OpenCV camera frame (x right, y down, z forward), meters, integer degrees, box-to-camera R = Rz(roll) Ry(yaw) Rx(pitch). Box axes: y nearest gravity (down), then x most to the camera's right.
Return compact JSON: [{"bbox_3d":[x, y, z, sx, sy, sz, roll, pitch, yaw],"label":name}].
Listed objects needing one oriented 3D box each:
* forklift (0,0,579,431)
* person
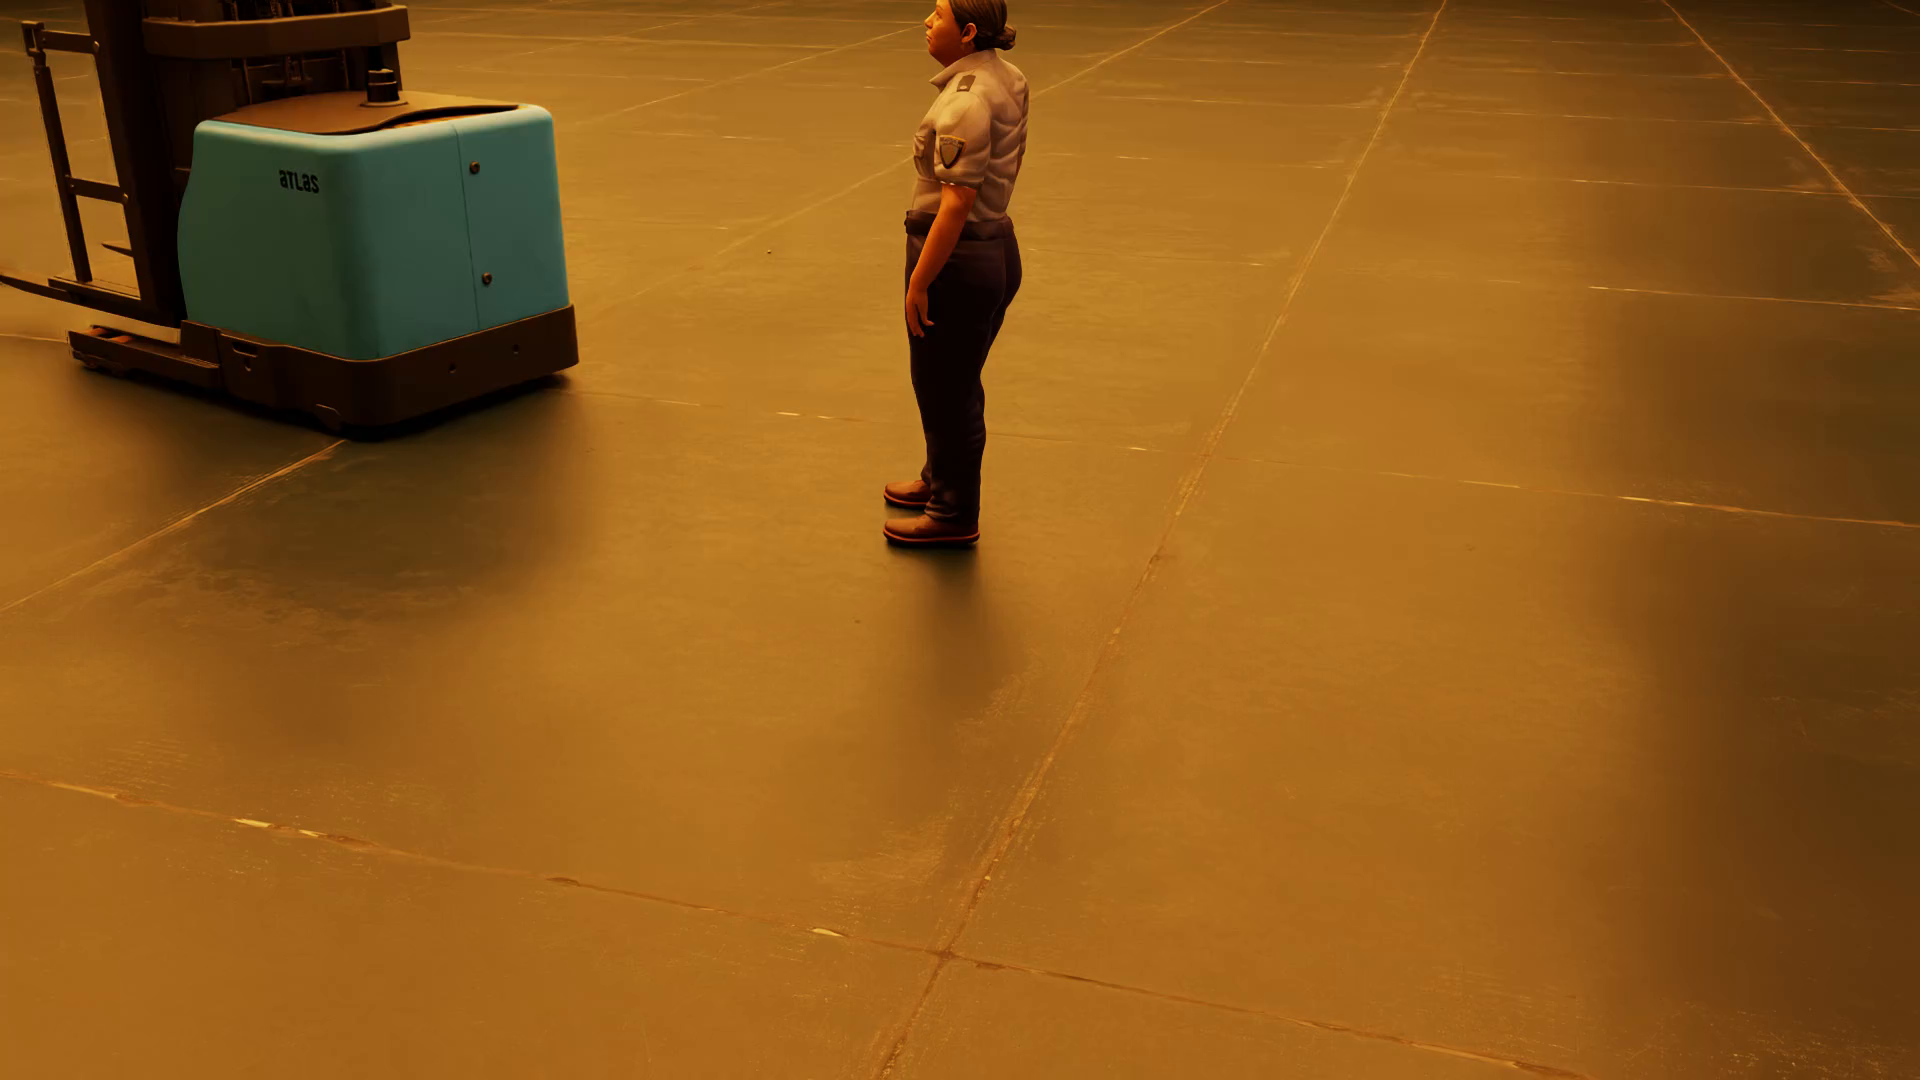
[{"bbox_3d":[-3.031,-2.165,6.524,3.031,2.935,1.130,15,27,31],"label":"forklift"},{"bbox_3d":[-0.079,-0.787,4.849,0.502,1.651,0.598,7,23,16],"label":"person"}]
